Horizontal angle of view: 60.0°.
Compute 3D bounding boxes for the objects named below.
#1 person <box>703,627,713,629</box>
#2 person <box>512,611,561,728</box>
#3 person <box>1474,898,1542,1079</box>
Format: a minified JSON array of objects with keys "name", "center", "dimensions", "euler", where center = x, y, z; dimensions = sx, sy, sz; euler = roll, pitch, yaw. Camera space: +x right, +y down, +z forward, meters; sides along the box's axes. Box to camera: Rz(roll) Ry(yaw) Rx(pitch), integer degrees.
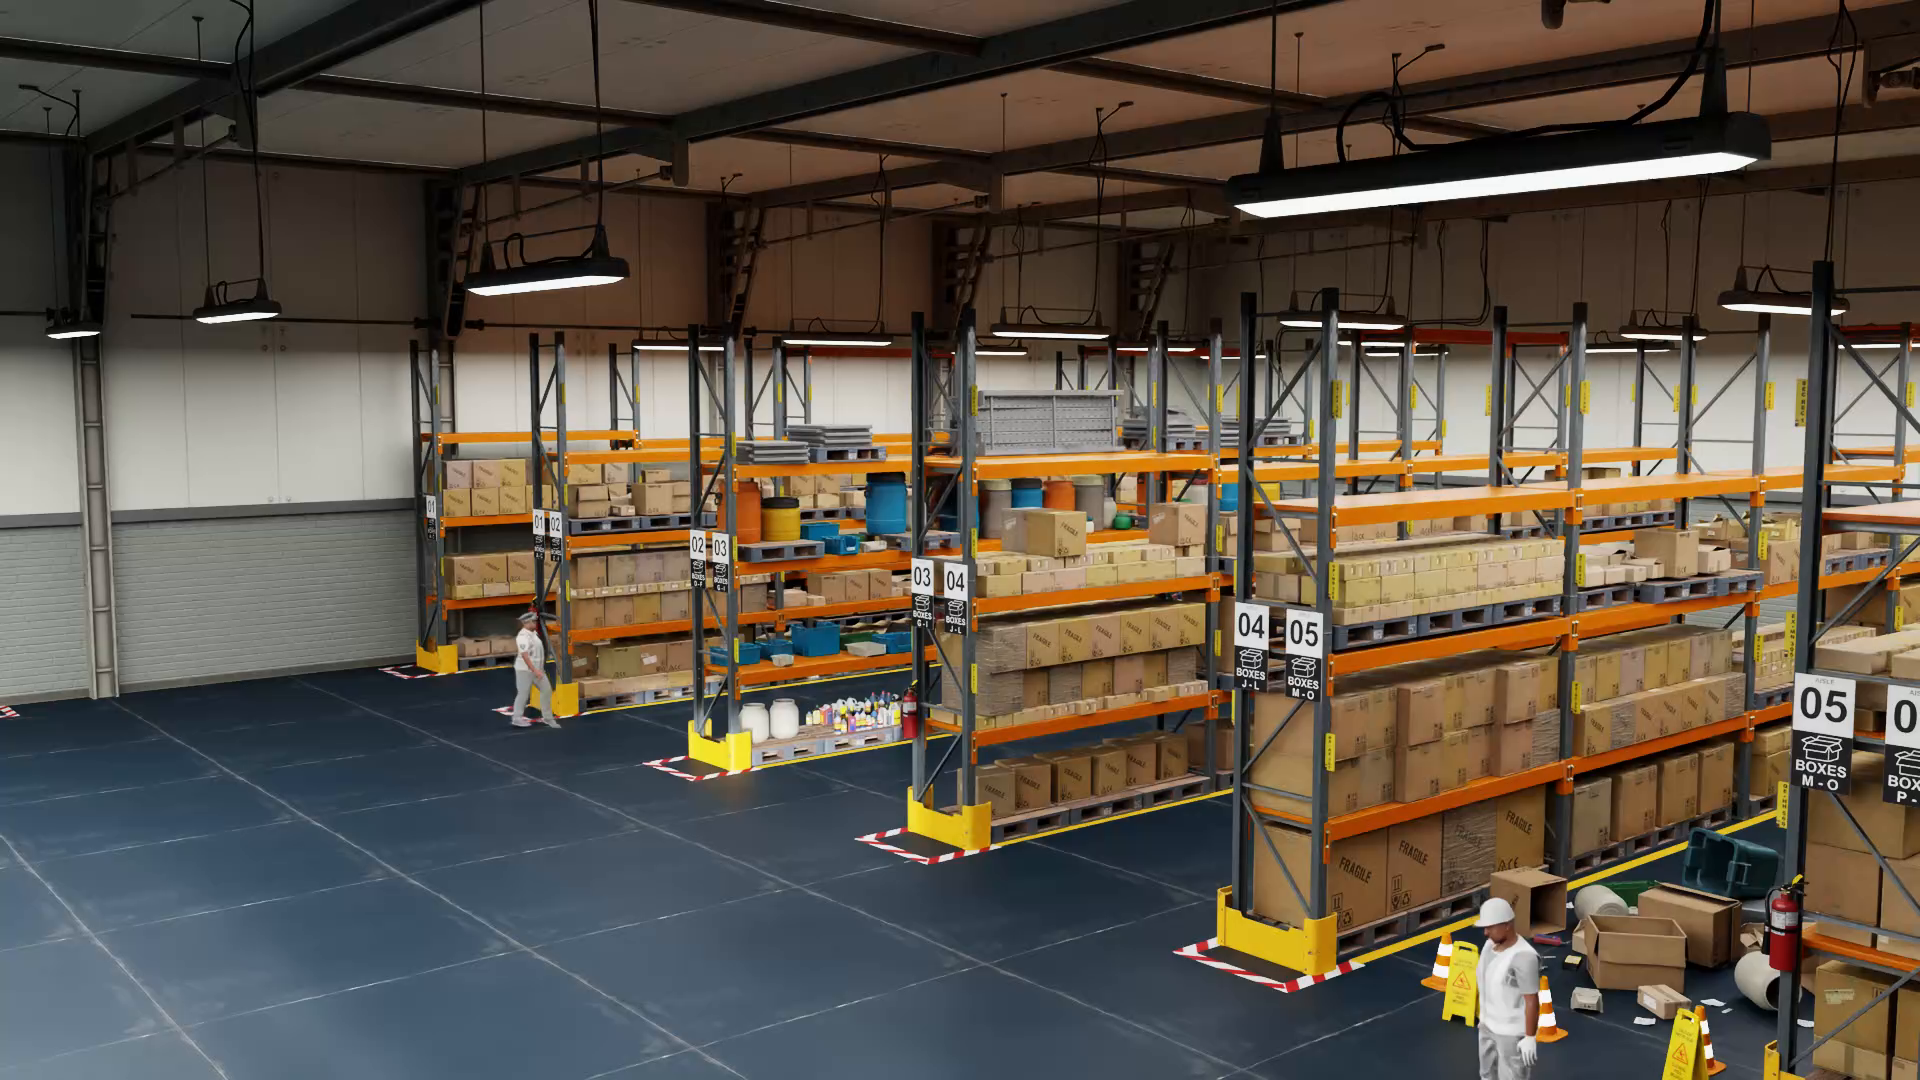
[{"name":"person","center":[-4.995,1.383,32.162],"dimensions":[0.504,1.644,0.574],"euler":[0,5,3]},{"name":"person","center":[-6.446,1.983,25.097],"dimensions":[0.692,1.809,0.553],"euler":[2,6,19]},{"name":"person","center":[3.603,3.255,11.074],"dimensions":[0.424,1.780,0.617],"euler":[-1,5,-7]}]
